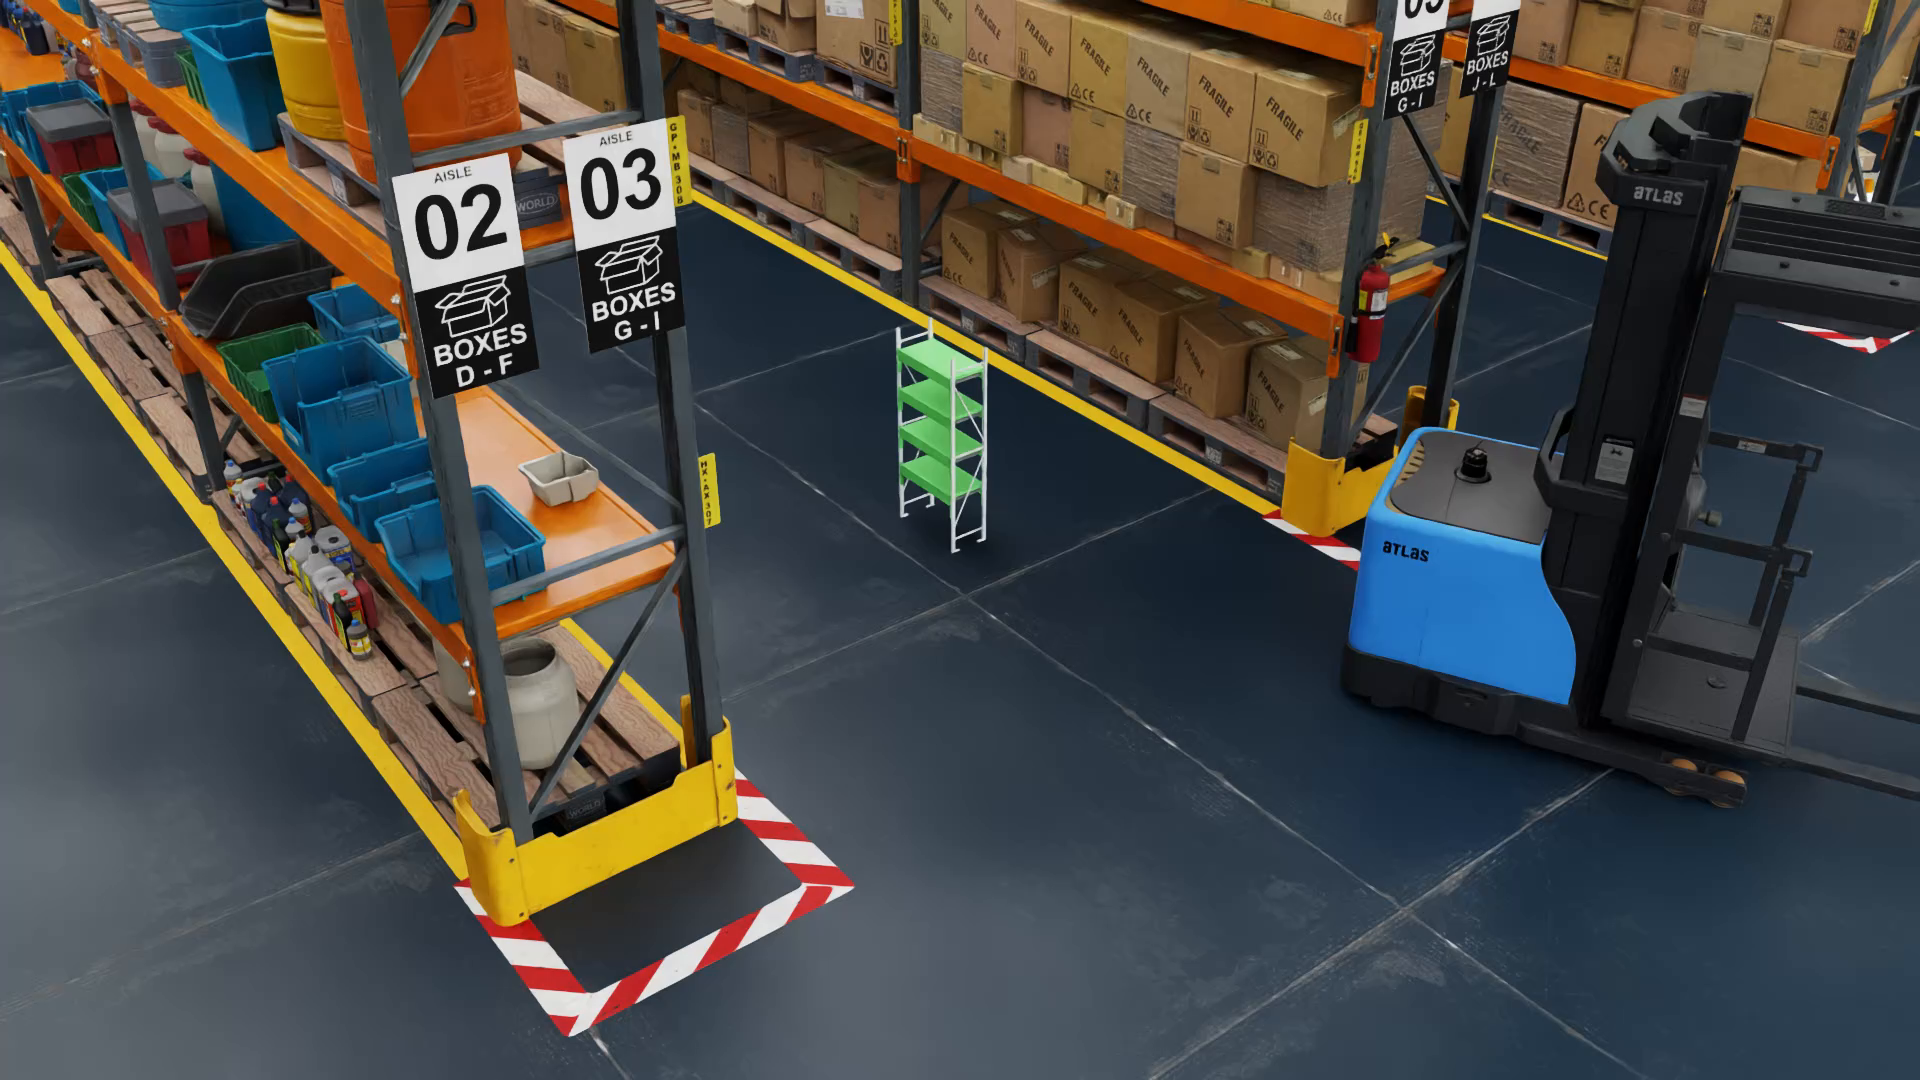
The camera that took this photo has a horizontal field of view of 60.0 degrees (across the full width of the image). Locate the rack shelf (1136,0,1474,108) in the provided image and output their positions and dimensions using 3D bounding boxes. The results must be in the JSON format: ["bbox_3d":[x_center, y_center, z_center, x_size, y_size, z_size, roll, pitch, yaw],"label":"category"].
[{"bbox_3d":[1.230,-3.305,9.794,1.077,0.370,4.000,-22,38,-31],"label":"rack shelf"}]

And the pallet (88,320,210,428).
[{"bbox_3d":[-5.173,-1.206,11.219,1.003,0.211,1.213,-22,38,-31],"label":"pallet"}]

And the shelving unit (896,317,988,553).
[{"bbox_3d":[-0.101,-0.579,9.271,0.258,1.200,0.503,-22,38,-31],"label":"shelving unit"}]

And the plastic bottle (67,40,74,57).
[{"bbox_3d":[-6.753,-3.695,12.705,0.097,0.271,0.097,0,32,0],"label":"plastic bottle"}]

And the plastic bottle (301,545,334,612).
[{"bbox_3d":[-3.251,0.175,8.445,0.144,0.351,0.185,-21,37,-29],"label":"plastic bottle"}]

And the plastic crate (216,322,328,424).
[{"bbox_3d":[-3.299,-0.820,8.155,0.450,0.188,0.662,-22,38,-31],"label":"plastic crate"}]

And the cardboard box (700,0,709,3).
[{"bbox_3d":[-2.086,-4.846,13.943,0.500,0.500,0.500,-28,41,-37],"label":"cardboard box"}]

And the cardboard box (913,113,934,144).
[{"bbox_3d":[-0.102,-2.876,11.503,0.380,0.149,0.250,-22,38,-31],"label":"cardboard box"}]

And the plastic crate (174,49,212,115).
[{"bbox_3d":[-3.156,-2.006,7.221,0.336,0.188,0.450,-22,38,-31],"label":"plastic crate"}]

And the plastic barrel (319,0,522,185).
[{"bbox_3d":[-1.854,-1.697,5.717,0.600,0.830,0.708,-22,38,-31],"label":"plastic barrel"}]

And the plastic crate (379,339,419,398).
[{"bbox_3d":[-2.713,-0.860,8.269,0.530,0.136,0.437,-22,38,-31],"label":"plastic crate"}]

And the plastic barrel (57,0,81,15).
[{"bbox_3d":[-4.392,-3.196,8.462,0.600,0.901,0.708,-22,38,-31],"label":"plastic barrel"}]

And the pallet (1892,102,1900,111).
[{"bbox_3d":[9.024,-4.414,16.384,1.003,0.211,1.213,-22,38,-31],"label":"pallet"}]

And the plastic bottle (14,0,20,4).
[{"bbox_3d":[-7.784,-4.427,13.879,0.152,0.276,0.135,-22,38,-31],"label":"plastic bottle"}]

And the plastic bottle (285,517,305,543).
[{"bbox_3d":[-3.506,0.003,8.797,0.097,0.271,0.097,0,32,0],"label":"plastic bottle"}]

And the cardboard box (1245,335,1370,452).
[{"bbox_3d":[2.087,-0.885,10.030,0.500,0.500,0.500,-15,35,-23],"label":"cardboard box"}]

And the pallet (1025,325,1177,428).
[{"bbox_3d":[1.196,-1.208,11.222,1.003,0.211,1.213,-22,38,-31],"label":"pallet"}]

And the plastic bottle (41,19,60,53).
[{"bbox_3d":[-7.222,-4.045,13.263,0.152,0.276,0.135,-22,38,-31],"label":"plastic bottle"}]

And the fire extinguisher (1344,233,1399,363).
[{"bbox_3d":[2.163,-1.273,8.757,0.296,0.674,0.183,-22,38,-31],"label":"fire extinguisher"}]

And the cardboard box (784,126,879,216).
[{"bbox_3d":[-0.977,-2.996,13.409,0.700,0.500,0.500,-26,40,-35],"label":"cardboard box"}]

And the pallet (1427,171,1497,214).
[{"bbox_3d":[4.388,-3.206,14.438,1.003,0.211,1.213,-22,38,-31],"label":"pallet"}]

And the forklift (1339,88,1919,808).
[{"bbox_3d":[3.430,-0.354,7.269,3.031,2.935,1.130,15,35,22],"label":"forklift"}]

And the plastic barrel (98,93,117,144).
[{"bbox_3d":[-5.562,-2.922,11.233,0.421,0.512,0.421,0,32,0],"label":"plastic barrel"}]

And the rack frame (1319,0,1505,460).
[{"bbox_3d":[2.457,-1.503,9.053,1.000,3.000,0.127,-22,38,-31],"label":"rack frame"}]

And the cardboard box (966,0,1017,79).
[{"bbox_3d":[0.387,-3.286,10.600,0.500,0.500,0.500,-22,38,-31],"label":"cardboard box"}]

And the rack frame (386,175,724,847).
[{"bbox_3d":[-1.456,0.100,6.473,1.000,3.000,0.127,-22,38,-31],"label":"rack frame"}]

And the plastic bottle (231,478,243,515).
[{"bbox_3d":[-3.997,-0.248,9.269,0.097,0.201,0.097,0,32,0],"label":"plastic bottle"}]

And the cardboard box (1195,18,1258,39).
[{"bbox_3d":[1.726,-2.832,9.869,0.500,0.500,0.500,-22,38,-31],"label":"cardboard box"}]

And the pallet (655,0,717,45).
[{"bbox_3d":[-1.928,-4.493,14.049,1.213,0.211,1.003,-22,38,-31],"label":"pallet"}]

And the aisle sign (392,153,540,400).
[{"bbox_3d":[-1.646,-0.878,5.584,0.394,0.787,0.004,-22,38,-31],"label":"aisle sign"}]

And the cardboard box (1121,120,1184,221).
[{"bbox_3d":[1.467,-2.302,9.963,0.875,0.500,0.500,-22,38,-31],"label":"cardboard box"}]

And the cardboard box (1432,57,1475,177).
[{"bbox_3d":[4.314,-3.723,14.245,0.875,0.875,0.875,-22,38,-31],"label":"cardboard box"}]

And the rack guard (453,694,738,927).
[{"bbox_3d":[-1.539,1.145,7.159,1.175,0.500,0.348,-22,38,-31],"label":"rack guard"}]

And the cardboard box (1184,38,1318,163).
[{"bbox_3d":[1.613,-2.452,9.257,0.500,0.500,0.500,-22,38,-31],"label":"cardboard box"}]

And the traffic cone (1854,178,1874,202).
[{"bbox_3d":[7.233,-2.668,13.334,0.336,0.463,0.334,-22,38,-31],"label":"traffic cone"}]

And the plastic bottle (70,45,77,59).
[{"bbox_3d":[-6.655,-3.659,12.643,0.152,0.276,0.135,-22,38,-31],"label":"plastic bottle"}]

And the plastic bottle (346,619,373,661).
[{"bbox_3d":[-2.928,0.478,8.099,0.097,0.201,0.097,0,32,0],"label":"plastic bottle"}]

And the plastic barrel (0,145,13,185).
[{"bbox_3d":[-7.784,-3.231,13.796,0.421,0.512,0.421,0,32,0],"label":"plastic barrel"}]

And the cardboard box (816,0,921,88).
[{"bbox_3d":[-0.373,-3.979,12.074,1.000,1.000,1.000,-22,38,-31],"label":"cardboard box"}]

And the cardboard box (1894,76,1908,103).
[{"bbox_3d":[8.940,-4.404,15.932,0.500,0.250,0.500,-24,39,-33],"label":"cardboard box"}]

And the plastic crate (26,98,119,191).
[{"bbox_3d":[-5.612,-2.489,10.581,0.402,0.464,0.583,-22,38,-31],"label":"plastic crate"}]

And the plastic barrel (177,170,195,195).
[{"bbox_3d":[-4.599,-2.110,10.162,0.301,0.262,0.301,0,32,0],"label":"plastic barrel"}]

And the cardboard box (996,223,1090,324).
[{"bbox_3d":[0.575,-1.870,11.616,0.500,0.500,0.500,-11,33,-16],"label":"cardboard box"}]

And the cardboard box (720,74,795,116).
[{"bbox_3d":[-1.681,-3.793,13.982,0.500,0.250,0.500,-18,36,-26],"label":"cardboard box"}]

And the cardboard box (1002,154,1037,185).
[{"bbox_3d":[0.498,-2.454,10.823,0.380,0.149,0.250,-22,38,-31],"label":"cardboard box"}]

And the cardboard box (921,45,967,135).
[{"bbox_3d":[0.231,-3.131,11.298,0.875,0.500,0.500,-22,38,-31],"label":"cardboard box"}]

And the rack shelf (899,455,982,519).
[{"bbox_3d":[-0.102,-0.321,9.432,0.258,0.148,0.480,-22,38,-31],"label":"rack shelf"}]

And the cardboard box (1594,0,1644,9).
[{"bbox_3d":[5.166,-4.410,12.569,0.875,0.550,0.500,-22,38,-31],"label":"cardboard box"}]

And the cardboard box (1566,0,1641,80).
[{"bbox_3d":[5.217,-3.973,12.888,0.875,0.550,0.500,-22,38,-31],"label":"cardboard box"}]

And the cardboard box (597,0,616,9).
[{"bbox_3d":[-2.947,-5.005,14.597,0.500,0.500,0.500,-21,38,-30],"label":"cardboard box"}]

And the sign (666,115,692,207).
[{"bbox_3d":[-1.018,-1.354,5.963,0.100,0.325,0.005,-22,38,-31],"label":"sign"}]

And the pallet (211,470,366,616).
[{"bbox_3d":[-3.530,-0.089,9.421,1.003,0.211,1.213,-22,38,-31],"label":"pallet"}]

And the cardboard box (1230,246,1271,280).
[{"bbox_3d":[1.772,-1.640,9.512,0.380,0.149,0.250,-22,38,-31],"label":"cardboard box"}]

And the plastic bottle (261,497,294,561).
[{"bbox_3d":[-3.626,-0.080,8.856,0.144,0.351,0.185,-24,39,-33],"label":"plastic bottle"}]

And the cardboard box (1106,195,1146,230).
[{"bbox_3d":[1.116,-2.039,10.155,0.380,0.149,0.250,-22,38,-31],"label":"cardboard box"}]

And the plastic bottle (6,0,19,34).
[{"bbox_3d":[-7.788,-4.320,13.712,0.097,0.271,0.097,0,32,0],"label":"plastic bottle"}]

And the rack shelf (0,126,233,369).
[{"bbox_3d":[-5.135,-2.095,10.689,1.077,0.370,4.000,-22,38,-31],"label":"rack shelf"}]
